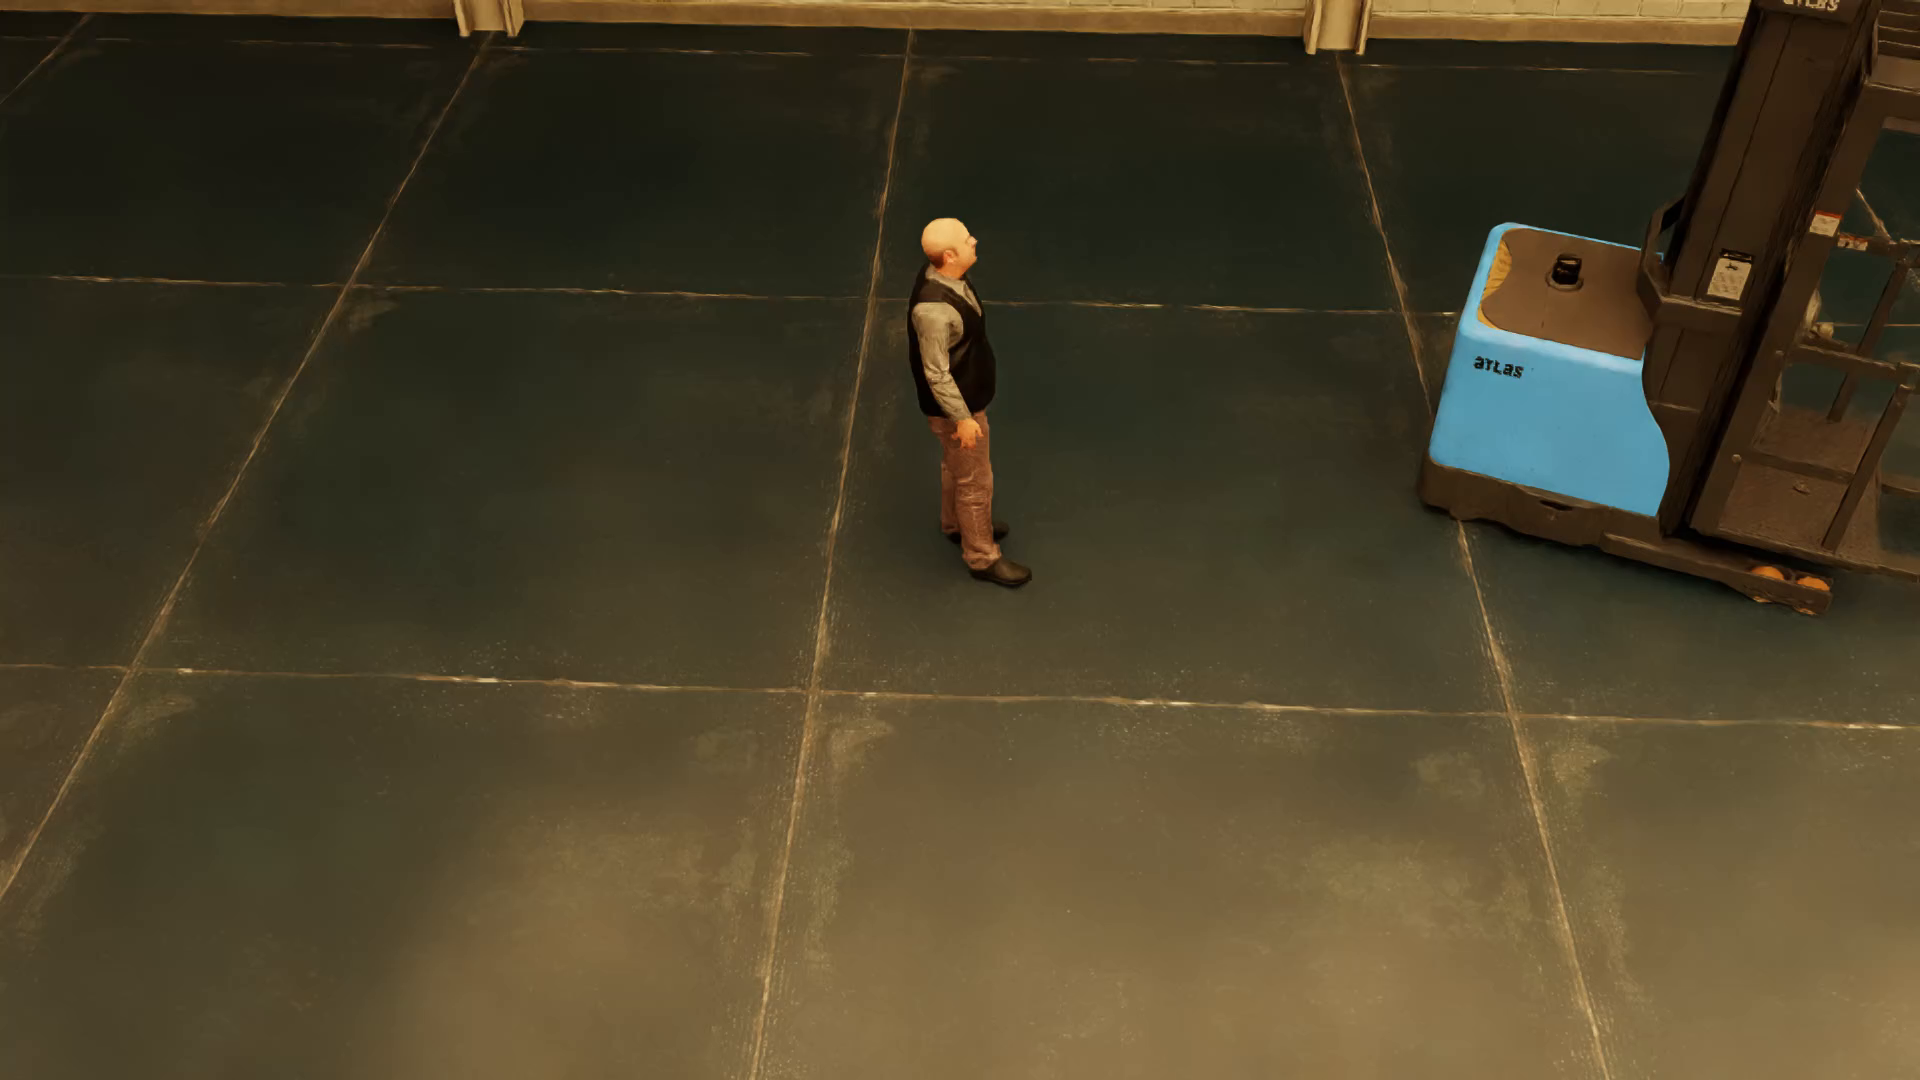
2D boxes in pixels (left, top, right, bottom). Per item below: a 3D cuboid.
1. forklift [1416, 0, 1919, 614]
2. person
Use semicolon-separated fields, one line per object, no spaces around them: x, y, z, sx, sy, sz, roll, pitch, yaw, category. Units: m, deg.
3.779;-1.158;7.010;3.031;2.935;1.130;16;45;16;forklift
0.062;-0.634;7.323;0.567;1.720;0.632;2;42;2;person
